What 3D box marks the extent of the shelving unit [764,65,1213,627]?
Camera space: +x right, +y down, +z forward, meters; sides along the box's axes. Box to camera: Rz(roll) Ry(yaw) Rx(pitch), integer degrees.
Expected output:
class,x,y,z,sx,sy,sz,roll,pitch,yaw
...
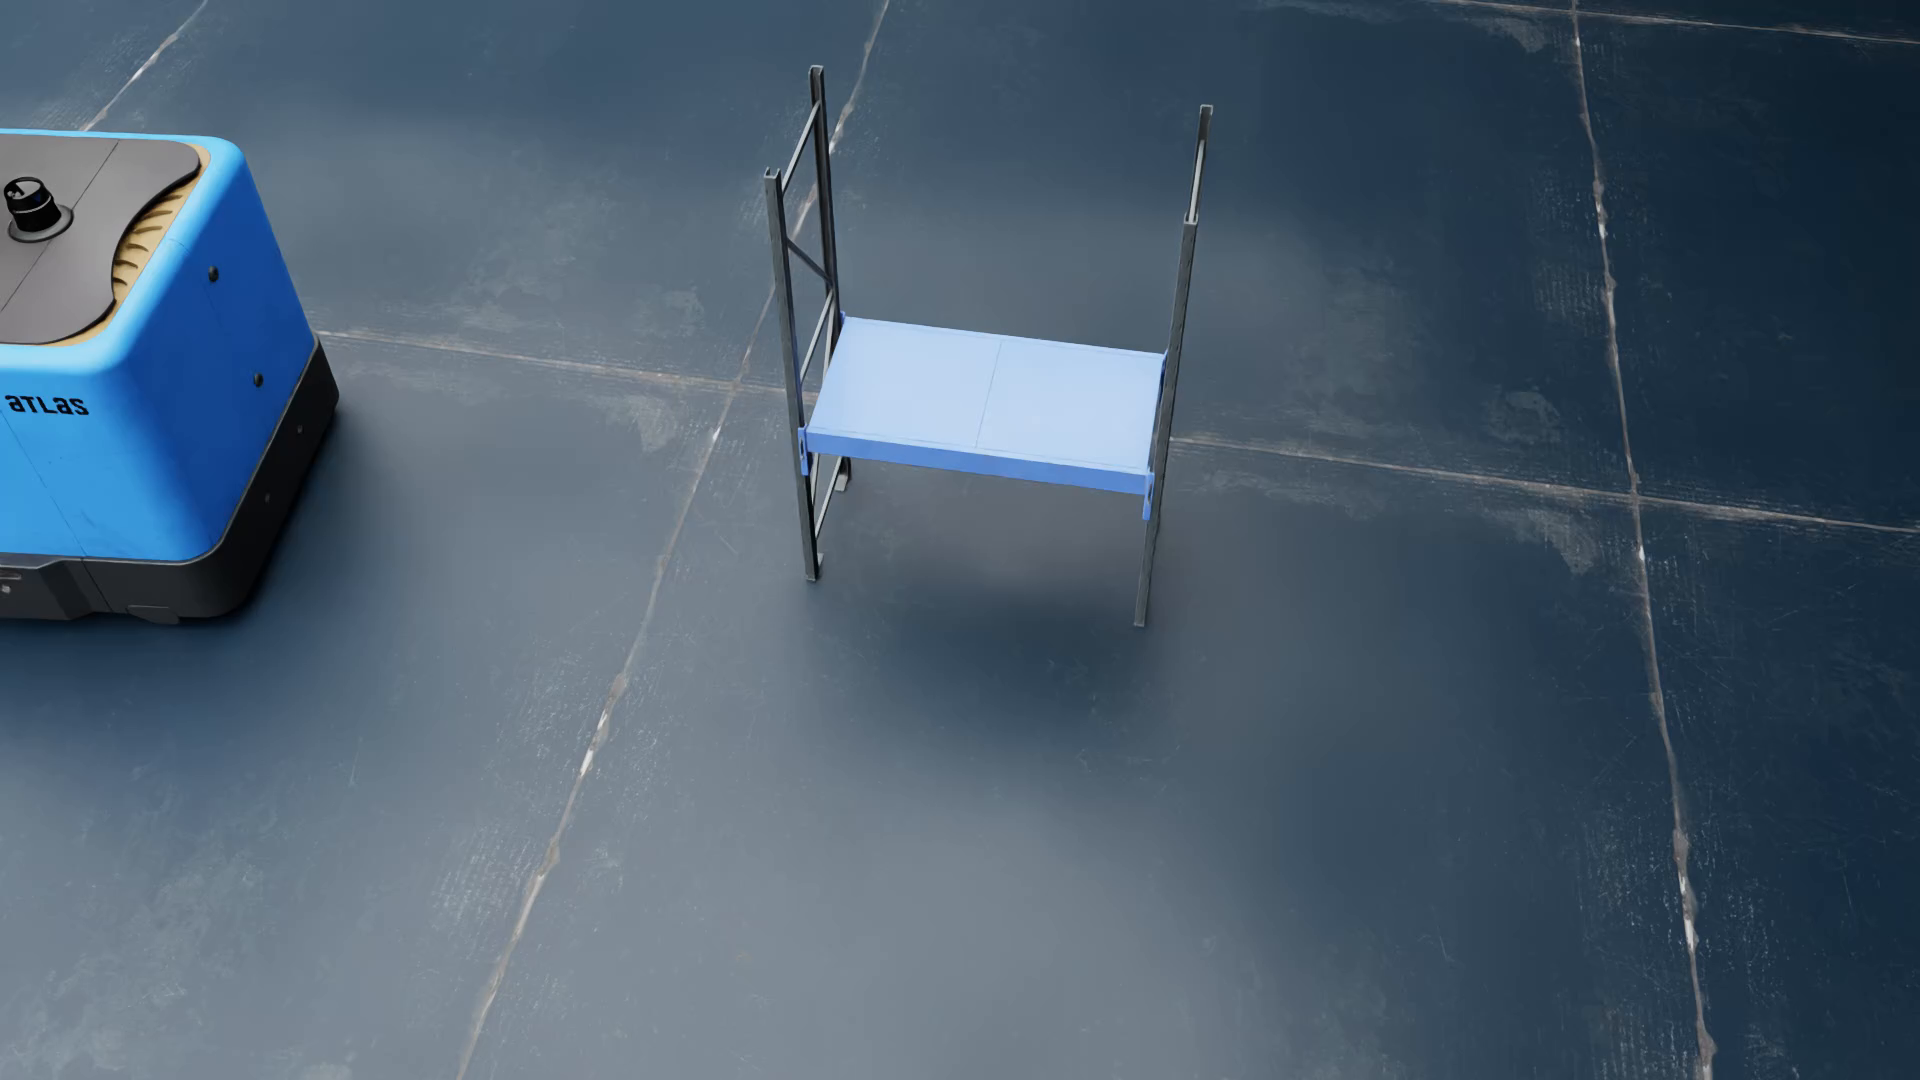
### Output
class,x,y,z,sx,sy,sz,roll,pitch,yaw
shelving unit,0.084,-0.490,4.682,1.048,1.500,0.538,8,49,7

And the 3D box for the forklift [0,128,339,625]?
class,x,y,z,sx,sy,sz,roll,pitch,yaw
forklift,-3.622,-1.160,4.322,3.031,2.935,1.130,3,48,3

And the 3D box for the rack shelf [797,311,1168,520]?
class,x,y,z,sx,sy,sz,roll,pitch,yaw
rack shelf,0.084,-0.370,4.816,1.000,0.185,0.538,8,49,7

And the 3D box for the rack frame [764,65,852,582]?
class,x,y,z,sx,sy,sz,roll,pitch,yaw
rack frame,-0.416,-0.557,4.742,0.032,1.500,0.500,8,49,7

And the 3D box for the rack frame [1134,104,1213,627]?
class,x,y,z,sx,sy,sz,roll,pitch,yaw
rack frame,0.584,-0.423,4.622,0.032,1.500,0.500,8,49,7
